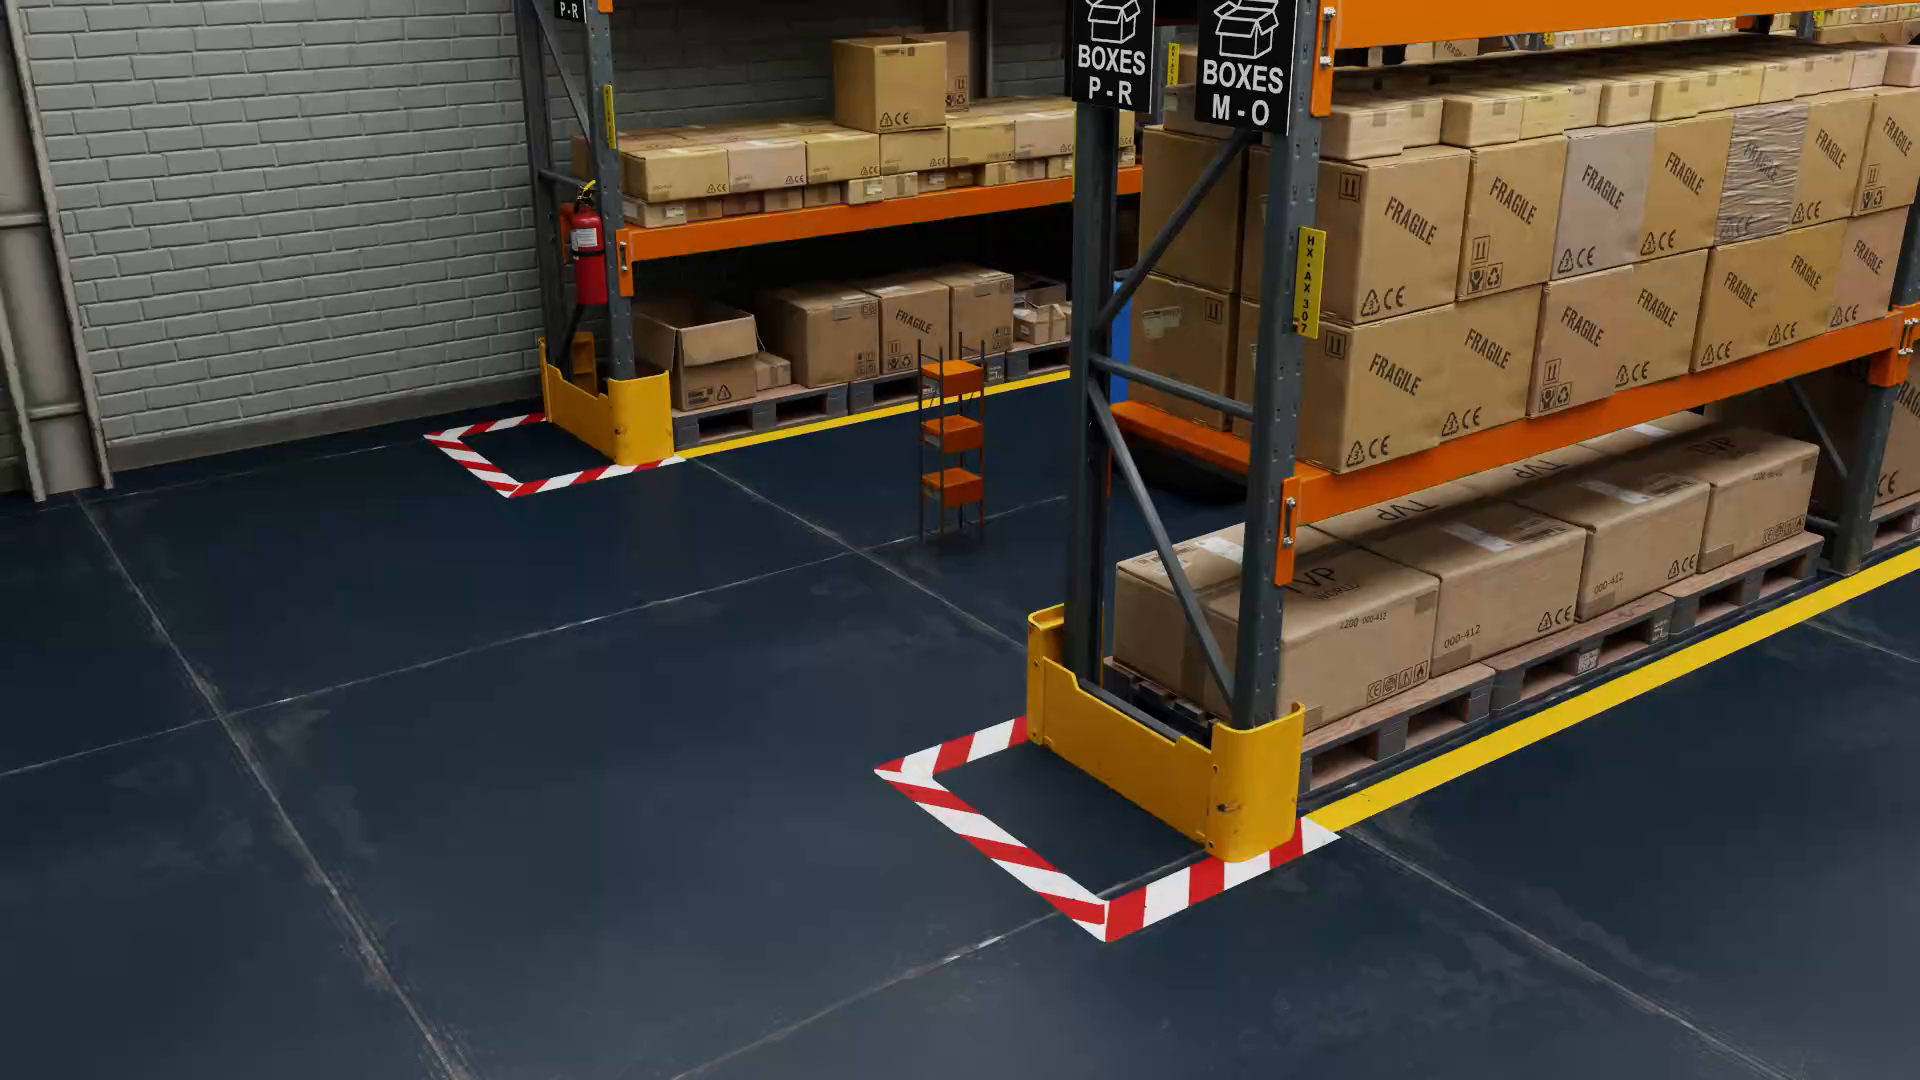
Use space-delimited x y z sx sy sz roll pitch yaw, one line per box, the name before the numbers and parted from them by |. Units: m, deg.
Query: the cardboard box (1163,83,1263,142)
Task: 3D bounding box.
cardboard box | 0.907 -1.455 5.635 0.250 0.149 0.380 -15 26 -32

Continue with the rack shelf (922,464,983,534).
rack shelf | -0.043 -0.208 8.280 0.240 0.259 0.215 -15 26 -33

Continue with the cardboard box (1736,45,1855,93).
cardboard box | 3.430 -1.945 6.863 0.250 0.149 0.380 -15 26 -33

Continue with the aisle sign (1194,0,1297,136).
aisle sign | 0.843 -1.609 4.874 0.004 0.787 0.394 -15 26 -33

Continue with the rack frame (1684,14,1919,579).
rack frame | 3.979 -1.370 7.783 0.127 3.000 1.000 -15 26 -33

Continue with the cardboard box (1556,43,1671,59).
cardboard box | 2.720 -1.980 6.951 0.250 0.149 0.380 -16 27 -34

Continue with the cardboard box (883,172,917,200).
cardboard box | -0.466 -2.196 10.191 0.250 0.149 0.380 -14 26 -32

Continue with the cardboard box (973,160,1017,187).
cardboard box | 0.151 -2.362 10.608 0.250 0.149 0.380 -15 26 -34

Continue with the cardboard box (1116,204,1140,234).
cardboard box | 1.208 -2.365 12.206 0.250 0.149 0.380 -16 27 -35

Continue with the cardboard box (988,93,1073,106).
cardboard box | 0.518 -2.905 11.431 0.500 0.250 0.500 -15 26 -33

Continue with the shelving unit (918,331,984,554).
shelving unit | -0.043 -0.476 8.173 0.252 1.050 0.215 -15 26 -33

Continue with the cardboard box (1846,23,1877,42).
cardboard box | 8.497 -4.776 16.183 0.500 0.500 0.500 -14 26 -32

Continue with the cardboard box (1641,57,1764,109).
cardboard box | 2.841 -1.762 6.406 0.250 0.149 0.380 -16 27 -34

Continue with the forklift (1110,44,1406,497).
forklift | 2.143 -2.024 9.514 3.031 2.935 1.130 -17 27 -37

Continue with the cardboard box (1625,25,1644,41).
cardboard box | 5.556 -4.302 14.120 0.250 0.149 0.380 -15 26 -32

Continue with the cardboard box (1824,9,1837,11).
cardboard box | 8.003 -5.060 15.618 0.250 0.149 0.380 -14 26 -32

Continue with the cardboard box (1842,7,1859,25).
cardboard box | 8.388 -5.053 16.003 0.250 0.149 0.380 -15 26 -33

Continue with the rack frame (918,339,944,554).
rack frame | -0.142 -0.450 8.107 0.008 1.050 0.200 -15 26 -33

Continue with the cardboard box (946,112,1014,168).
cardboard box | -0.004 -2.531 10.492 0.500 0.250 0.500 -15 26 -33

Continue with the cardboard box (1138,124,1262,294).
cardboard box | 0.985 -1.191 5.850 0.500 0.500 0.500 -14 26 -31

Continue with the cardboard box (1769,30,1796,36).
cardboard box | 7.322 -4.574 15.339 0.500 0.250 0.500 -16 27 -34

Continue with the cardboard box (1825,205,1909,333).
cardboard box | 3.752 -1.239 7.320 0.500 0.500 0.500 -15 26 -32

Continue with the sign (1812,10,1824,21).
sign | 7.896 -4.934 15.259 0.005 0.325 0.100 -15 26 -33

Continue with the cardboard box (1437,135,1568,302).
cardboard box | 1.704 -1.147 5.741 0.500 0.500 0.500 -16 27 -34

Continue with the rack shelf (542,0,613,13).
rack shelf | -0.546 -3.489 10.016 4.000 0.370 1.077 -15 26 -33

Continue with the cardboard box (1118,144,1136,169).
cardboard box | 0.966 -2.601 11.206 0.250 0.149 0.380 -15 26 -32

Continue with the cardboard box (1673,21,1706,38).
cardboard box | 6.234 -4.435 14.454 0.250 0.149 0.380 -16 27 -34

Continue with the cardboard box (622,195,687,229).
cardboard box | -1.742 -1.869 9.372 0.250 0.149 0.380 -15 26 -33

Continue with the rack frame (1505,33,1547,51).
rack frame | 4.324 -3.729 13.693 0.127 3.000 1.000 -15 26 -33

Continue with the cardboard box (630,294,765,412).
cardboard box | -1.618 -1.136 9.999 0.637 0.503 0.797 -16 27 -35

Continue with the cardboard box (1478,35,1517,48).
cardboard box | 4.470 -4.208 13.883 0.250 0.149 0.380 -14 26 -31

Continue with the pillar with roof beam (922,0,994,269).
pillar with roof beam | 2.500 -4.474 7.468 0.400 9.000 9.100 -15 26 -33

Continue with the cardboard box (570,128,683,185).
cardboard box | -1.951 -2.245 9.776 0.500 0.250 0.500 -14 26 -31

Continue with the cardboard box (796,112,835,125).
cardboard box | -0.703 -2.575 10.603 0.500 0.250 0.500 -15 26 -33

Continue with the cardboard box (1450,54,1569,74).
cardboard box | 2.135 -1.798 6.497 0.250 0.149 0.380 -14 26 -31

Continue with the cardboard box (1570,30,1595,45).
cardboard box | 4.971 -4.115 13.651 0.250 0.149 0.380 -14 26 -32

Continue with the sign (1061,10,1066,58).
sign | 0.750 -3.567 11.725 0.005 0.325 0.100 -15 26 -33

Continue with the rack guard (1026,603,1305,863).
rack guard | 0.713 0.662 6.064 0.348 0.500 1.175 -15 26 -33

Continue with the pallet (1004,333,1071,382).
pallet | 0.519 -1.419 11.668 1.213 0.211 1.003 -15 26 -33

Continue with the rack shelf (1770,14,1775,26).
rack shelf | 5.603 -2.862 8.445 4.000 0.370 1.077 -15 26 -33

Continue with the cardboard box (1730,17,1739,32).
cardboard box | 6.859 -4.606 14.882 0.250 0.149 0.380 -16 27 -34

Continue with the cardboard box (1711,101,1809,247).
cardboard box | 2.933 -1.476 6.563 0.500 0.500 0.500 -15 26 -32

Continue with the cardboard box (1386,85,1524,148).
cardboard box | 1.631 -1.410 5.523 0.250 0.149 0.380 -14 26 -31

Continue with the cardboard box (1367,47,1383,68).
cardboard box | 2.658 -3.424 12.227 0.500 0.500 0.700 -15 26 -33

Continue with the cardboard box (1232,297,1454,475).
cardboard box | 1.290 -0.568 5.639 0.500 0.500 0.500 -15 26 -33

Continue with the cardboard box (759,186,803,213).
cardboard box | -1.129 -2.041 9.804 0.250 0.149 0.380 -14 26 -31

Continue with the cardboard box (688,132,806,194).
cardboard box | -1.235 -2.192 9.643 0.500 0.250 0.500 -15 26 -32

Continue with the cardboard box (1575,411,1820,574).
cardboard box | 3.407 -0.272 7.920 0.875 0.438 0.875 -15 26 -34

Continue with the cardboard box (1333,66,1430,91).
cardboard box | 1.488 -1.640 6.100 0.250 0.149 0.380 -14 26 -32

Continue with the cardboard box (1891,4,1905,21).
cardboard box | 9.040 -5.200 16.371 0.250 0.149 0.380 -16 27 -35

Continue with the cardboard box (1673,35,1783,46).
cardboard box | 3.373 -2.132 7.332 0.250 0.149 0.380 -14 26 -32

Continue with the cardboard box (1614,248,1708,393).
cardboard box | 2.504 -0.904 6.481 0.500 0.500 0.500 -14 26 -31

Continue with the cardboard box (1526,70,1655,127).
cardboard box | 2.244 -1.587 5.966 0.250 0.149 0.380 -15 26 -32

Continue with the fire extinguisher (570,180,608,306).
fire extinguisher | -2.019 -1.617 9.009 0.183 0.674 0.296 -15 26 -33

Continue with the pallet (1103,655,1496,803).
pallet | 1.336 0.594 6.623 1.213 0.211 1.003 -15 26 -33

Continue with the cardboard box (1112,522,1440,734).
cardboard box | 1.210 0.318 6.444 0.875 0.438 0.875 -16 27 -35

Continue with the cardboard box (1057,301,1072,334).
cardboard box | 0.797 -1.525 11.450 0.250 0.149 0.380 -16 27 -34

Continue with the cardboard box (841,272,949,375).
cardboard box | -0.413 -1.393 10.645 0.500 0.500 0.500 -14 26 -32
